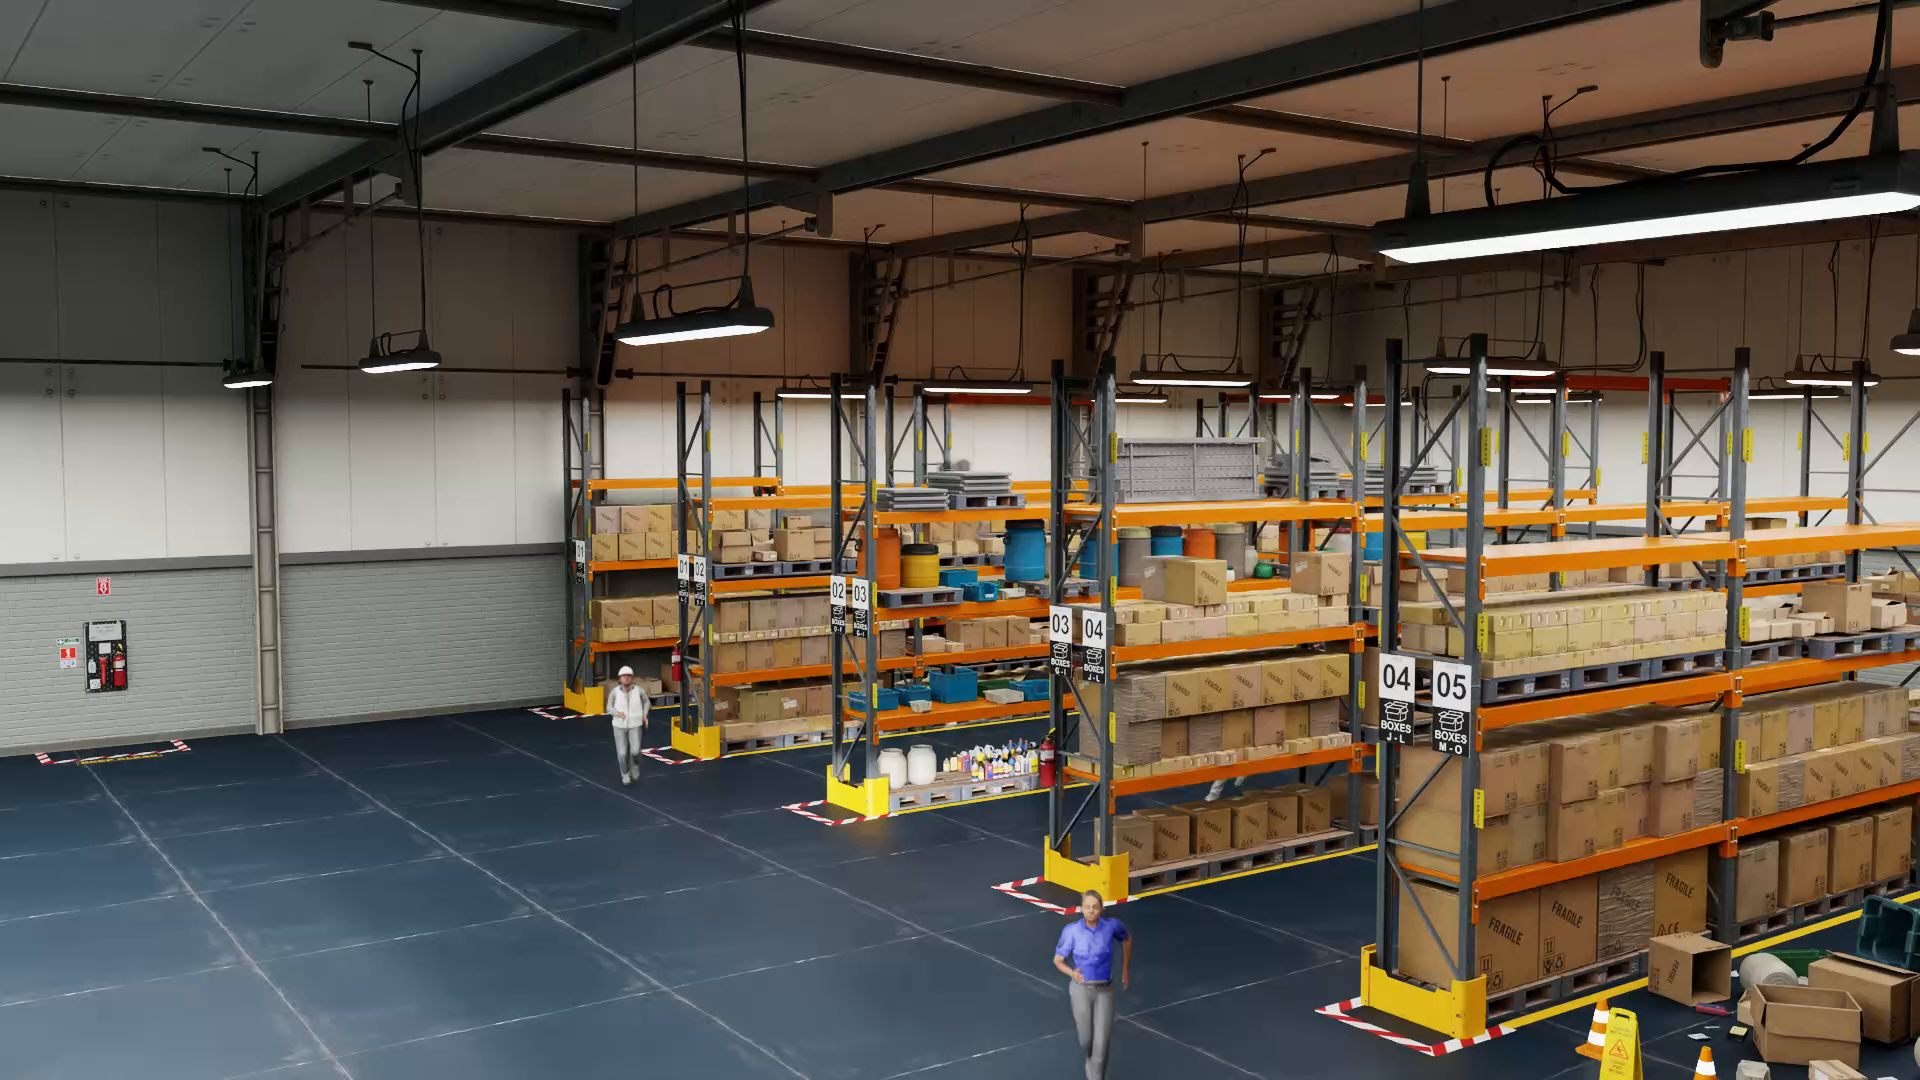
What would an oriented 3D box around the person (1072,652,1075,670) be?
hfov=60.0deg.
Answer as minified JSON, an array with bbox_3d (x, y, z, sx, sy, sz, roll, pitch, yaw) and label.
[{"bbox_3d":[2.296,2.137,34.001,0.728,1.714,0.562,-3,5,-41],"label":"person"}]

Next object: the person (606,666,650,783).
[{"bbox_3d":[-4.858,2.724,24.385,0.636,1.732,0.603,-1,4,-12],"label":"person"}]

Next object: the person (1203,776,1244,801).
[{"bbox_3d":[3.779,2.770,23.468,0.707,1.773,1.028,3,5,41],"label":"person"}]

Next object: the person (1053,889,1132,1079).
[{"bbox_3d":[1.027,3.533,12.858,0.606,1.716,0.874,0,4,5],"label":"person"}]
